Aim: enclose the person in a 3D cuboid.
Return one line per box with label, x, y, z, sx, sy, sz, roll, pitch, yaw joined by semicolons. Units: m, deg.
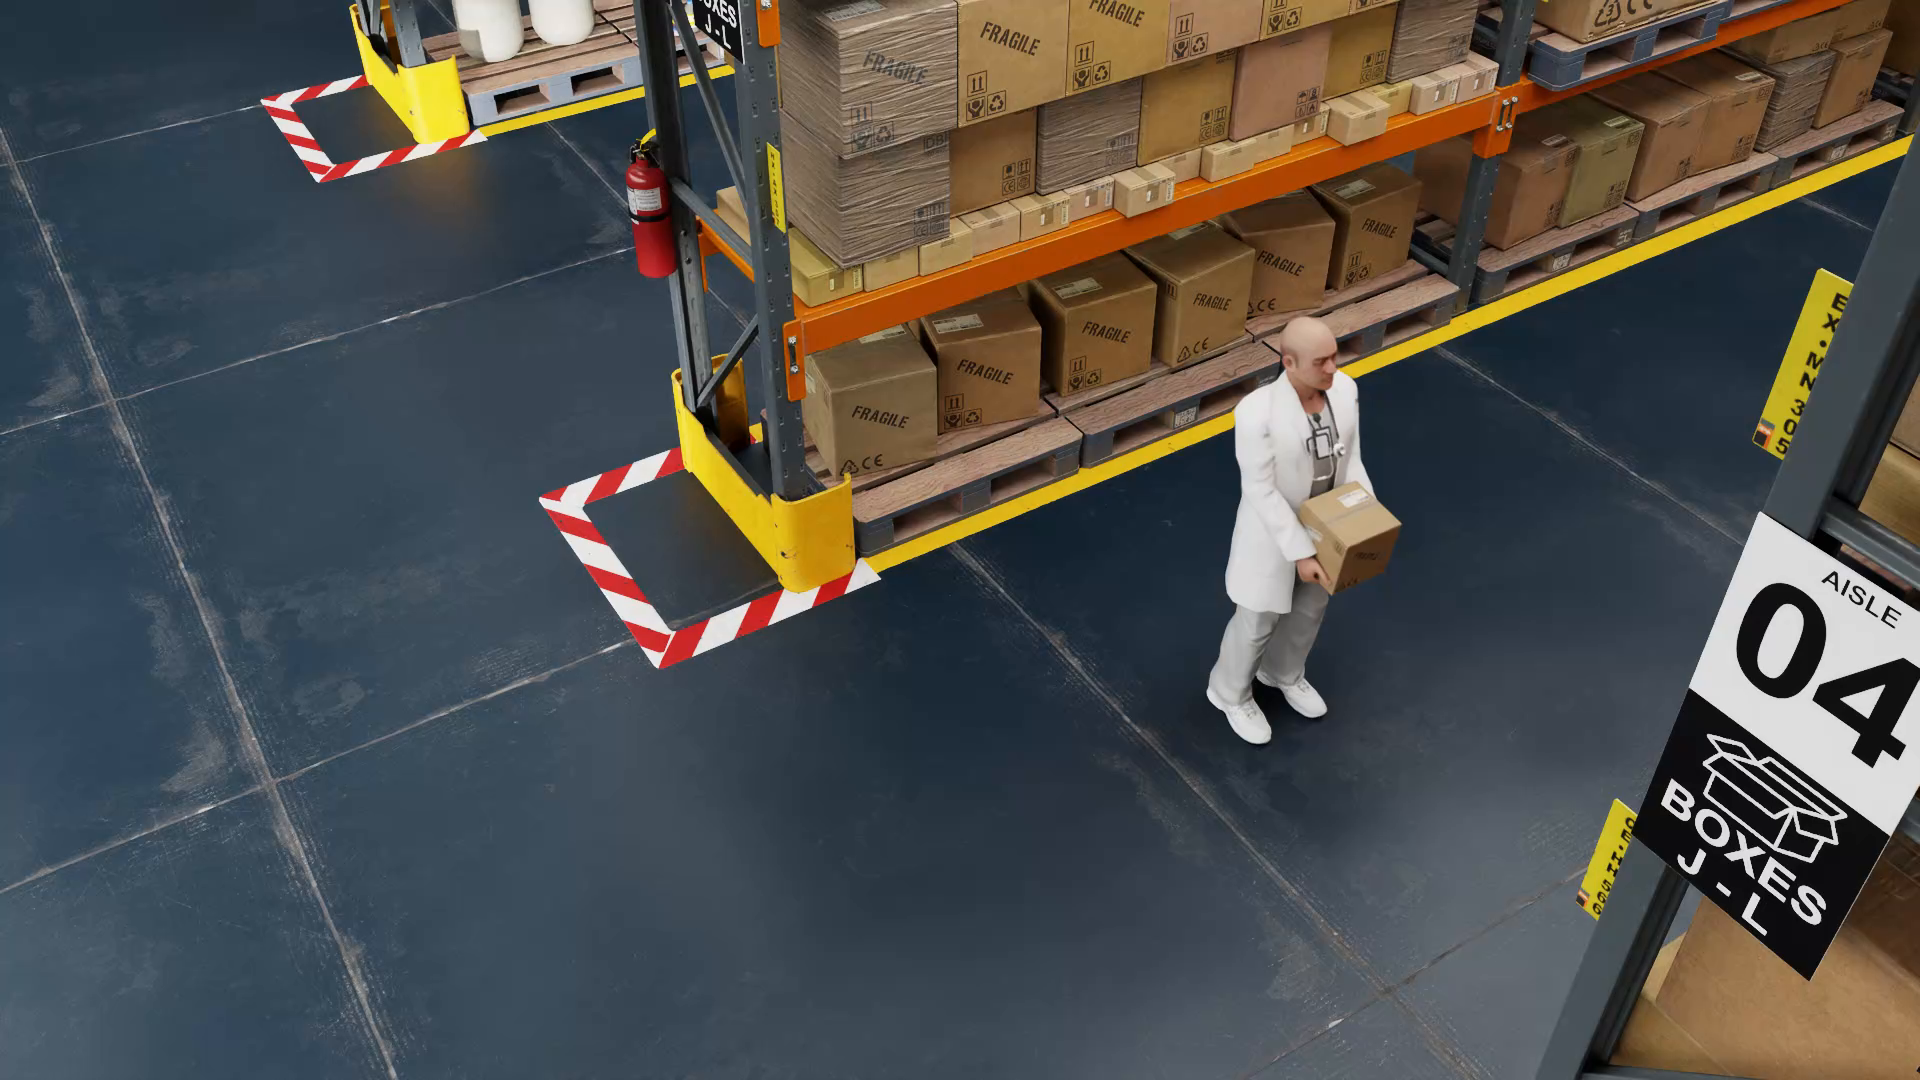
person;1.278;0.028;6.141;0.530;1.771;0.562;-21;45;-23
